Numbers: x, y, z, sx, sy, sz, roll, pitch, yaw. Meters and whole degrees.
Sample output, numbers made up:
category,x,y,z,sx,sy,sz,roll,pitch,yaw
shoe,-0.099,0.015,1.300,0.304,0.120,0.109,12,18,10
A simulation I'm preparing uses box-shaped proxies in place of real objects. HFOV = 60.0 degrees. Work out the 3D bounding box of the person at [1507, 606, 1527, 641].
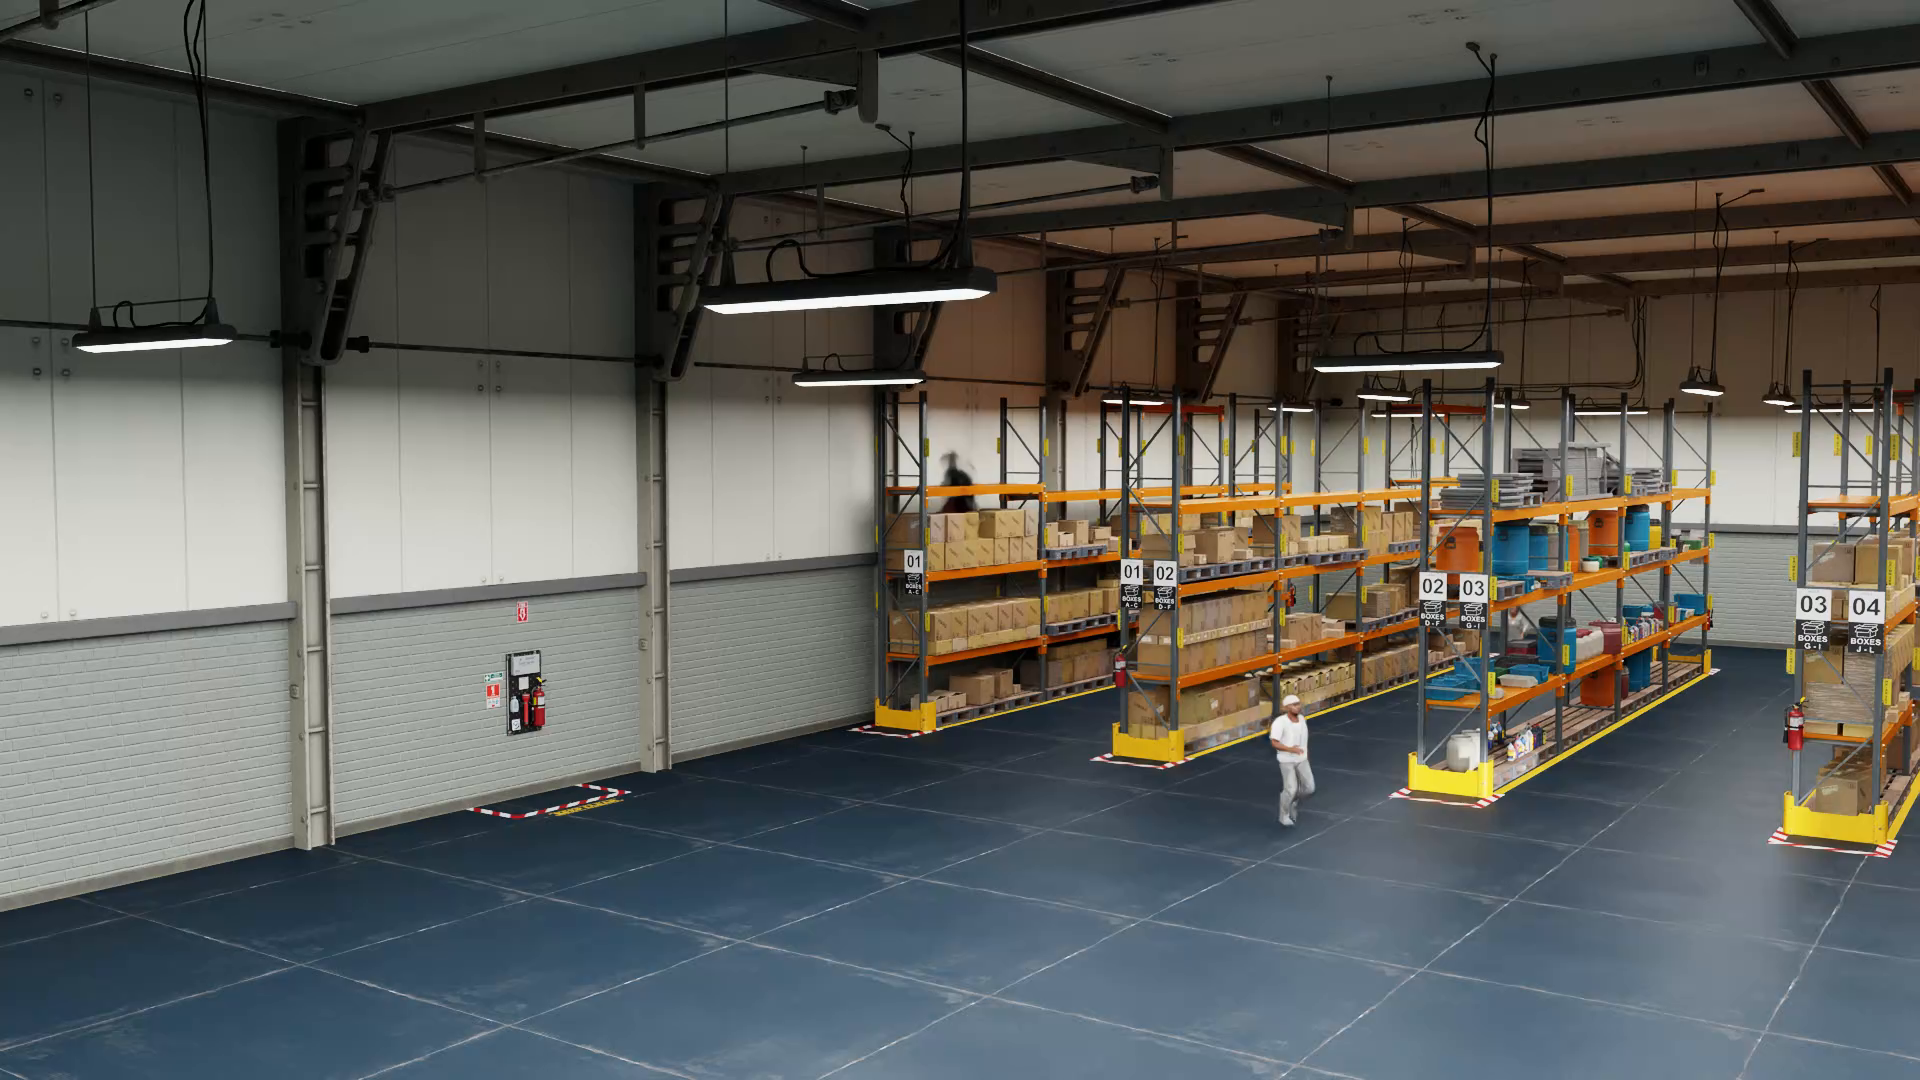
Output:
category,x,y,z,sx,sy,sz,roll,pitch,yaw
person,12.043,2.212,36.190,0.538,1.596,0.812,1,3,22

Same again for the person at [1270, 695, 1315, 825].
category,x,y,z,sx,sy,sz,roll,pitch,yaw
person,4.420,2.910,21.947,0.720,1.736,0.603,-2,4,-29
